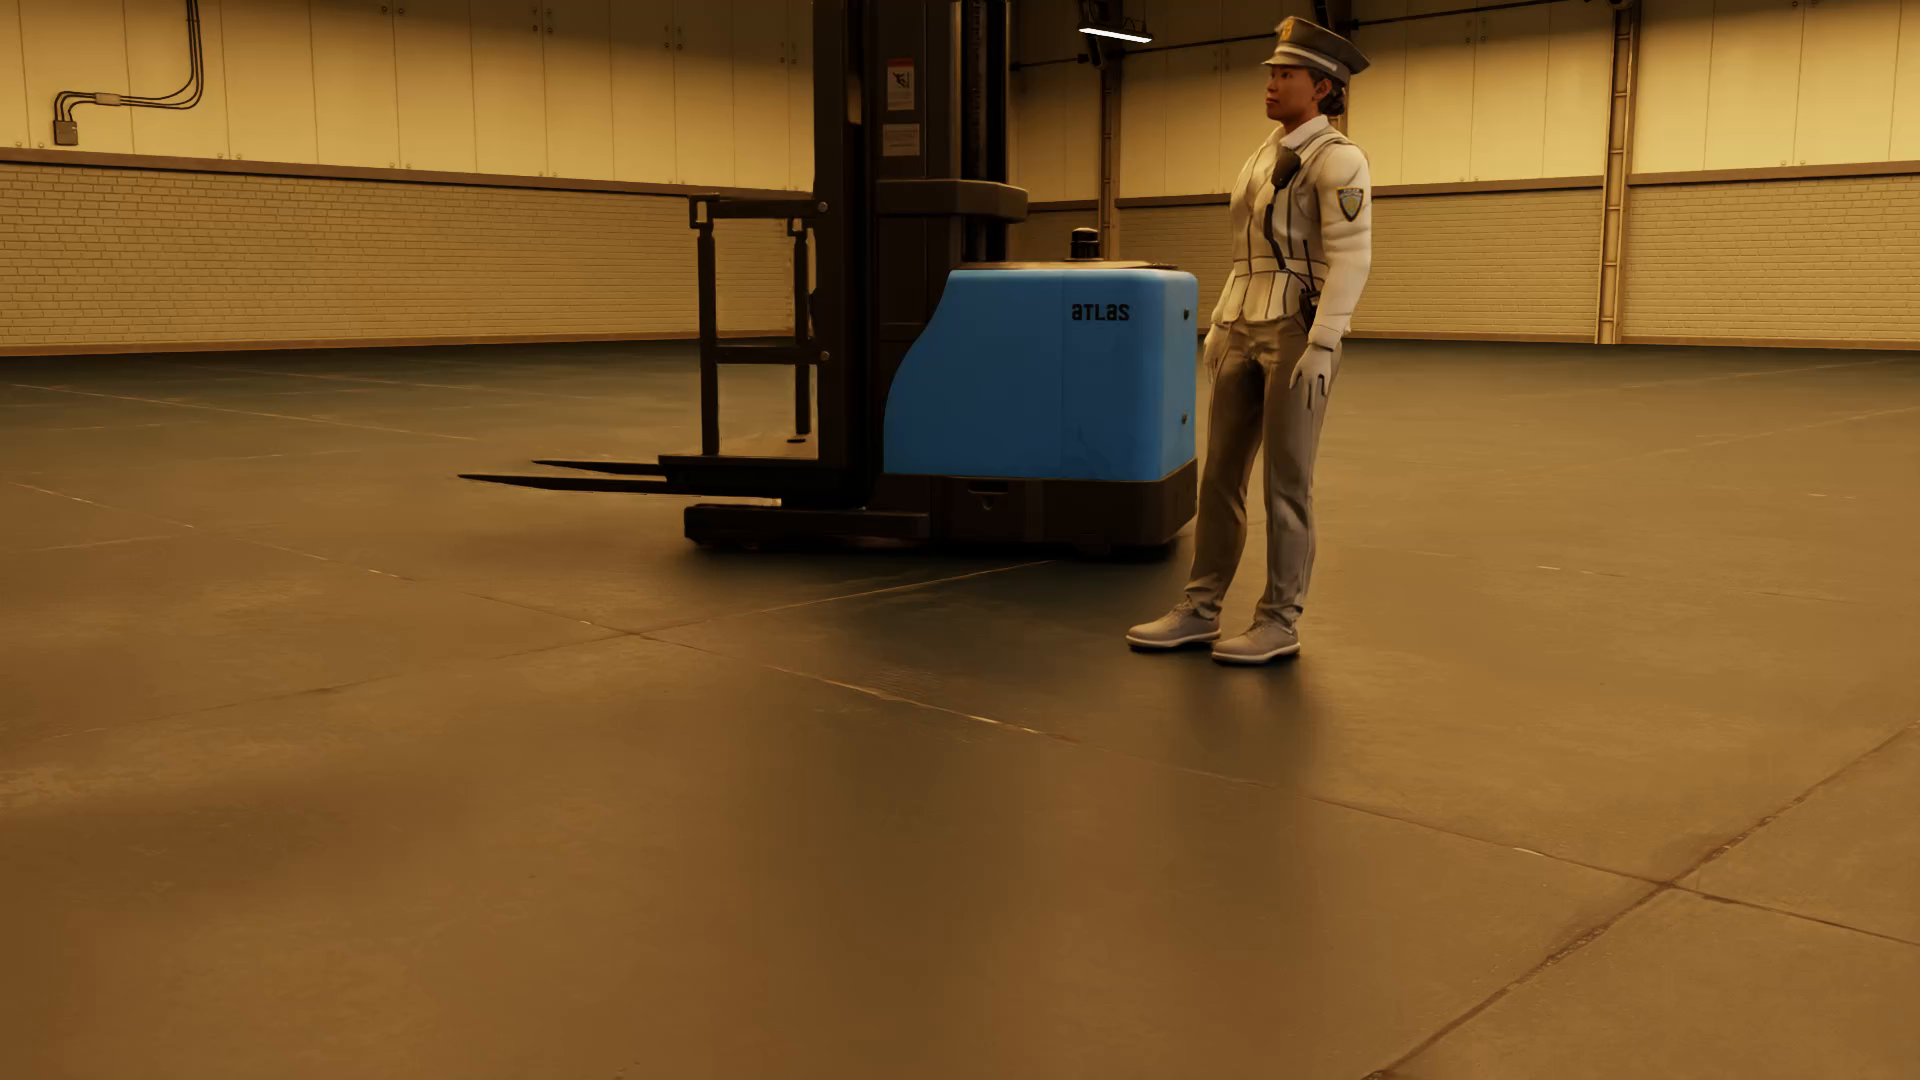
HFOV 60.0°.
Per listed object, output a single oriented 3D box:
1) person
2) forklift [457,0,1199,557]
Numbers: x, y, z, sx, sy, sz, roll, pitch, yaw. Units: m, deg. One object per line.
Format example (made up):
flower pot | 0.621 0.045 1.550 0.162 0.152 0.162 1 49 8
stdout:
person | 0.792 -0.518 4.448 0.519 1.697 0.594 -3 9 -22
forklift | -0.583 -1.487 6.749 3.031 2.935 1.130 2 9 16
